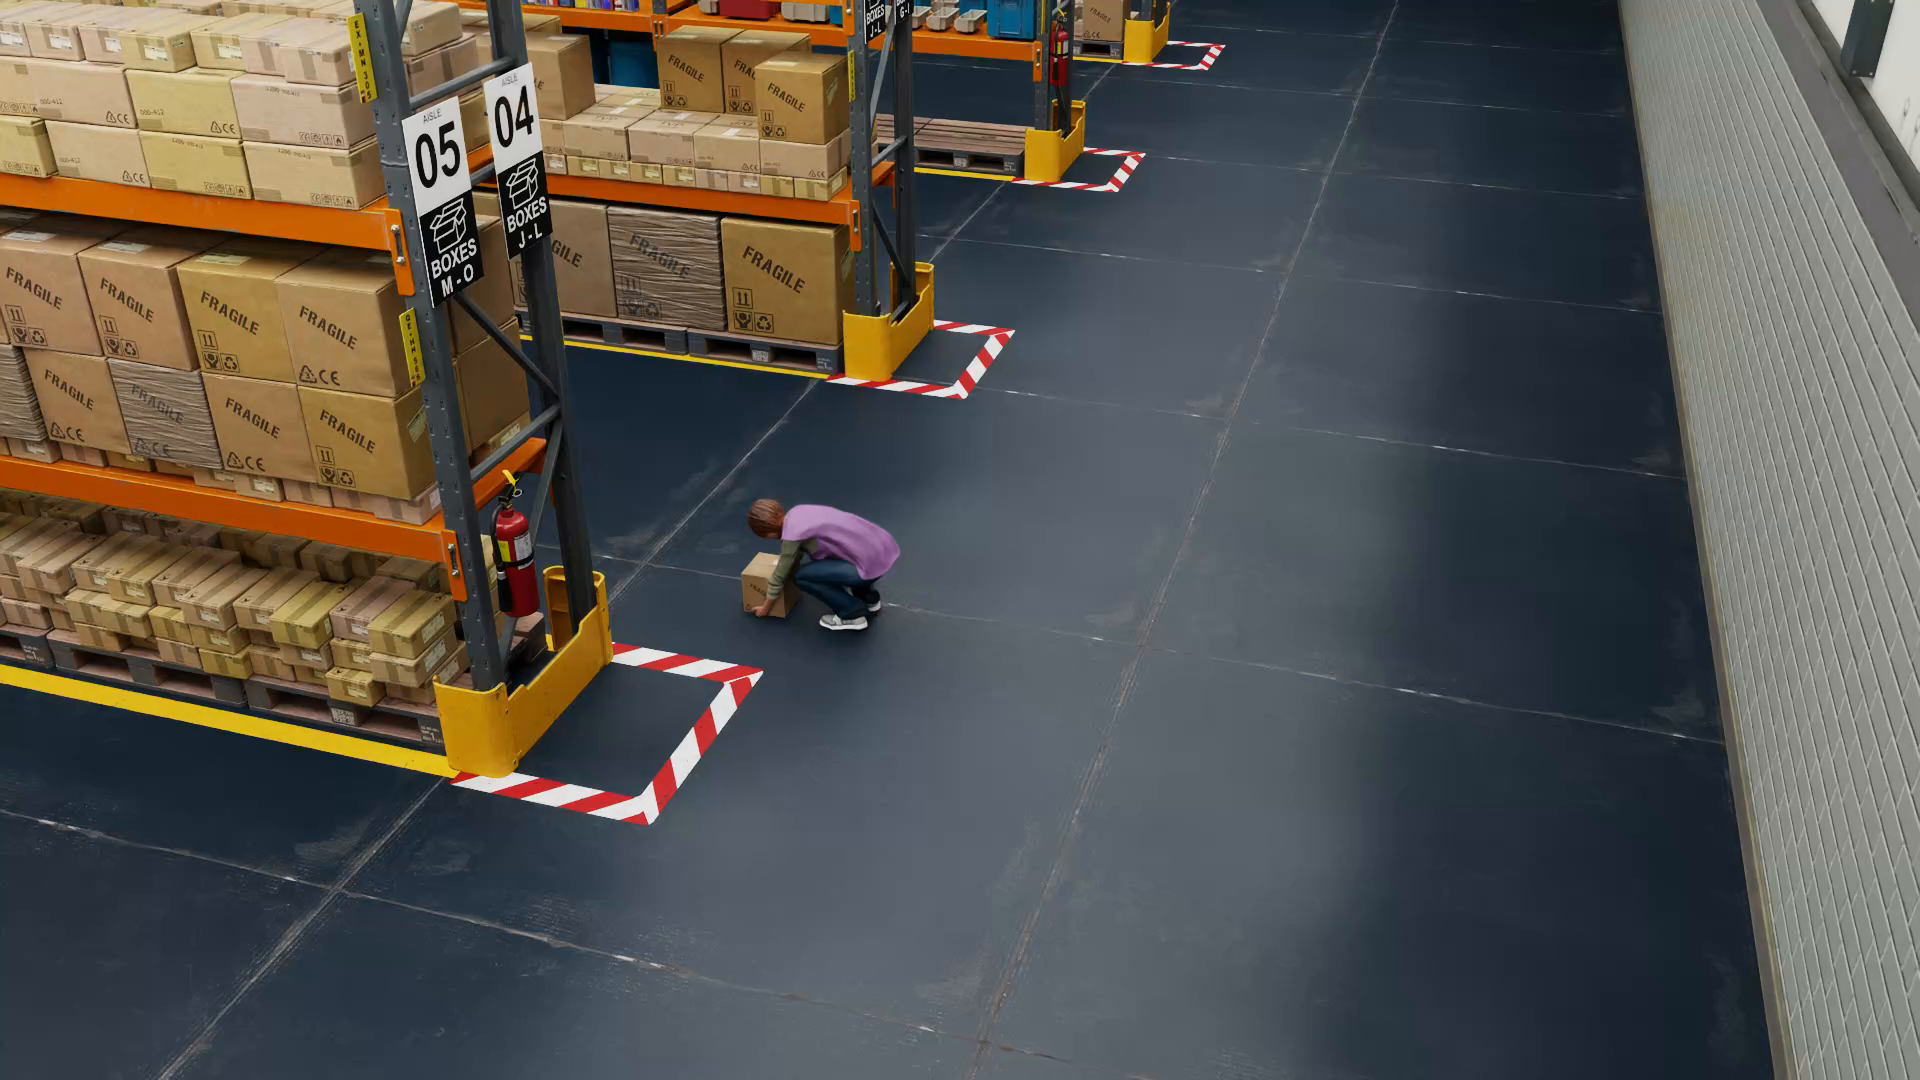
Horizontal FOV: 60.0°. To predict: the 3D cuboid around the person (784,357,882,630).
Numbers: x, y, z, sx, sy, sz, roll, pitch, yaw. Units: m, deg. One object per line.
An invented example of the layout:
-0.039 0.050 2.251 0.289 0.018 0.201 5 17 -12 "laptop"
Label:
-0.669 -0.267 8.979 0.495 1.595 0.403 9 31 16 "person"
